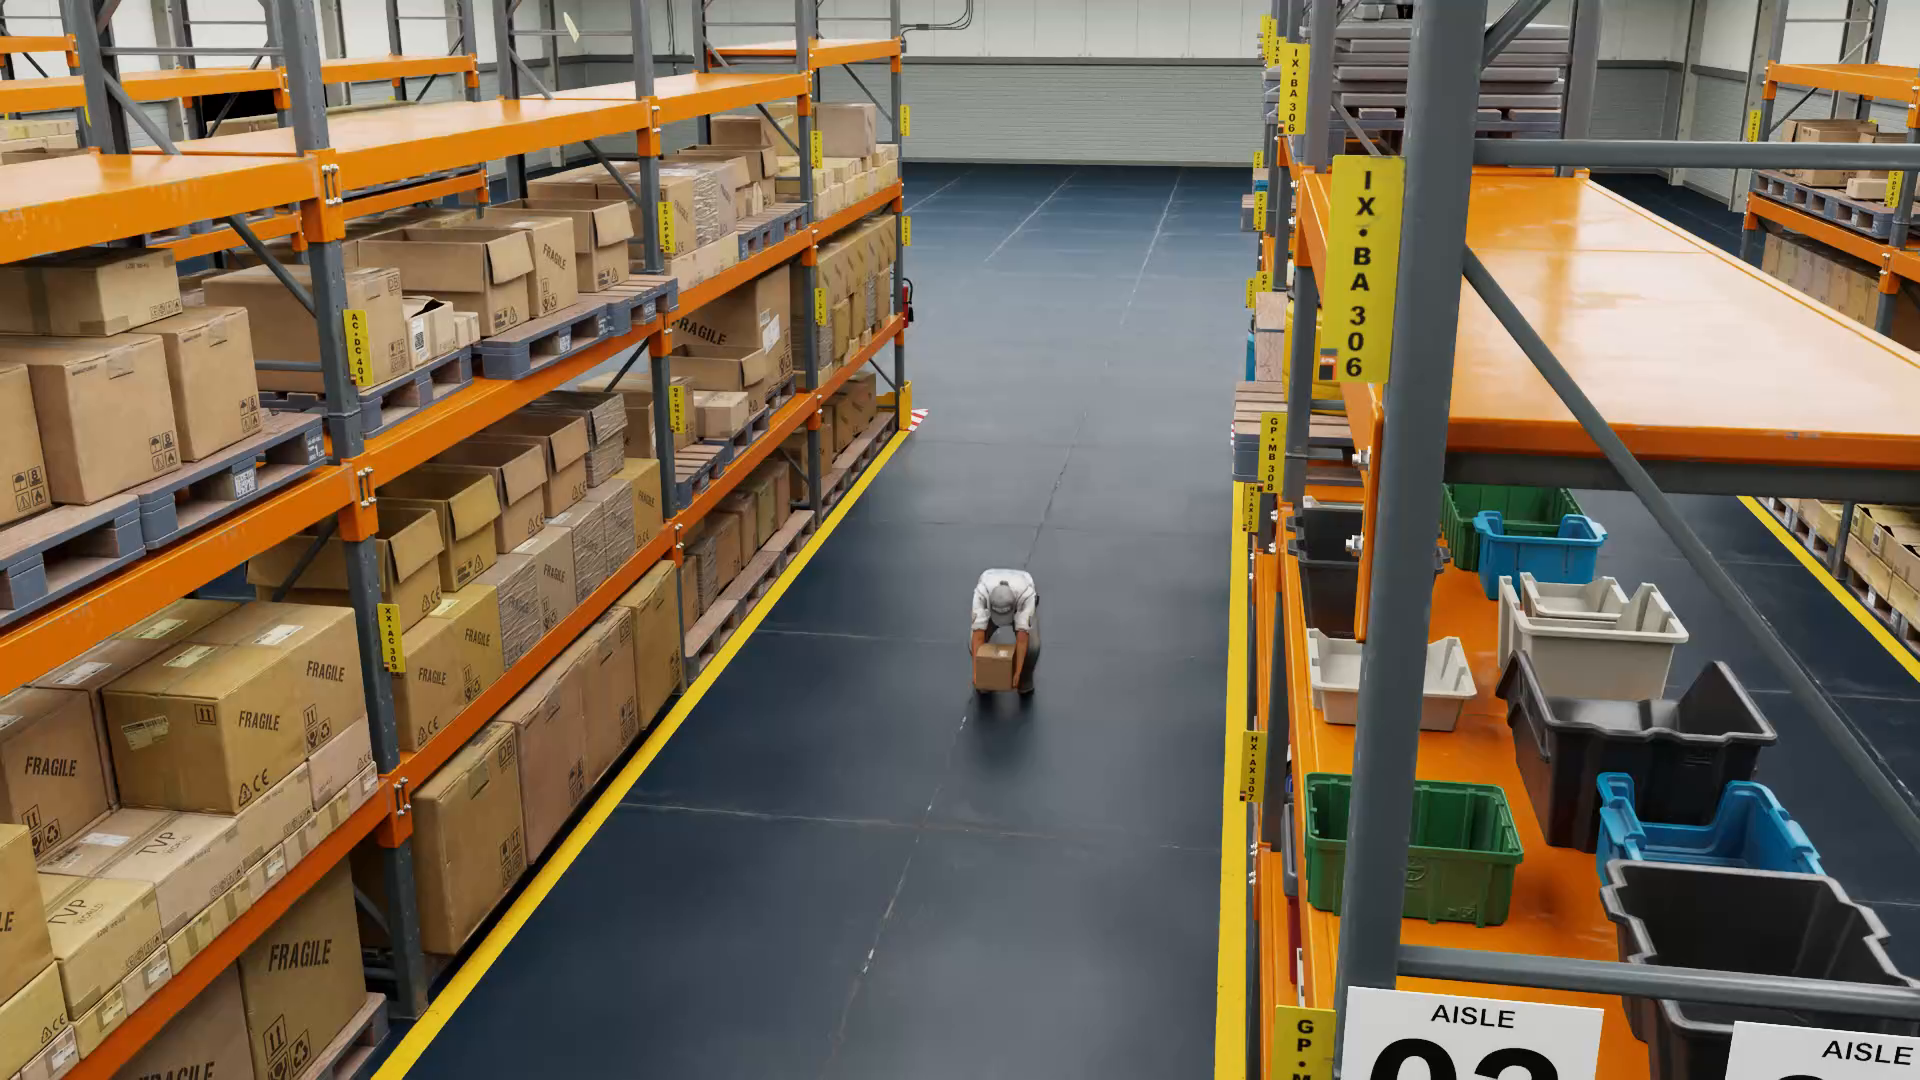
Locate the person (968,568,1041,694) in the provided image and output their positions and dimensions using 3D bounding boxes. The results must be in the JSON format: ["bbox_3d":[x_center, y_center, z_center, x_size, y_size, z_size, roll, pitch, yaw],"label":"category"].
[{"bbox_3d":[0.317,0.646,11.744,0.514,0.942,0.921,2,18,7],"label":"person"}]
